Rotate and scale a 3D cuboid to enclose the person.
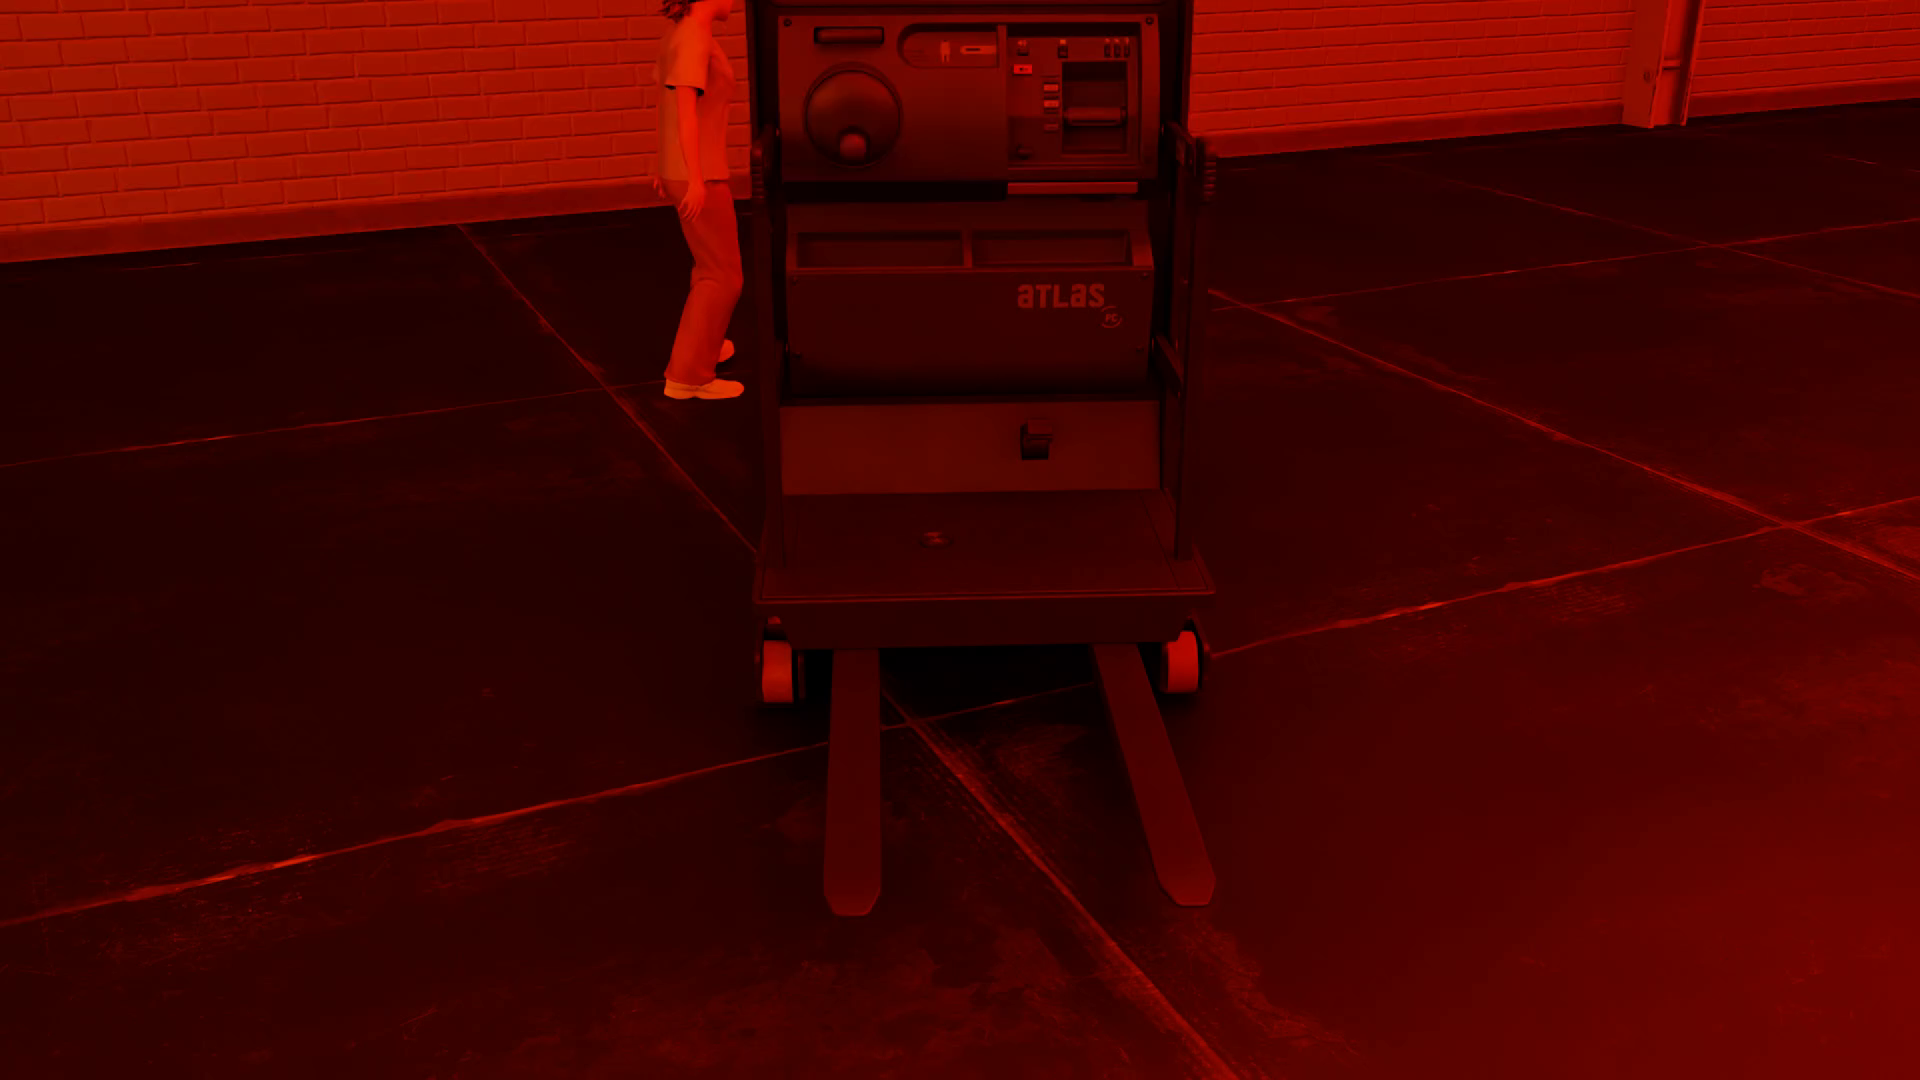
[{"bbox_3d":[-1.001,-1.366,6.273,0.383,1.645,0.790,-8,24,-18],"label":"person"}]

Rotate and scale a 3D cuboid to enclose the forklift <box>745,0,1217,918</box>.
[{"bbox_3d":[0.037,-1.072,3.866,1.130,2.935,3.031,-1,23,-3],"label":"forklift"}]
